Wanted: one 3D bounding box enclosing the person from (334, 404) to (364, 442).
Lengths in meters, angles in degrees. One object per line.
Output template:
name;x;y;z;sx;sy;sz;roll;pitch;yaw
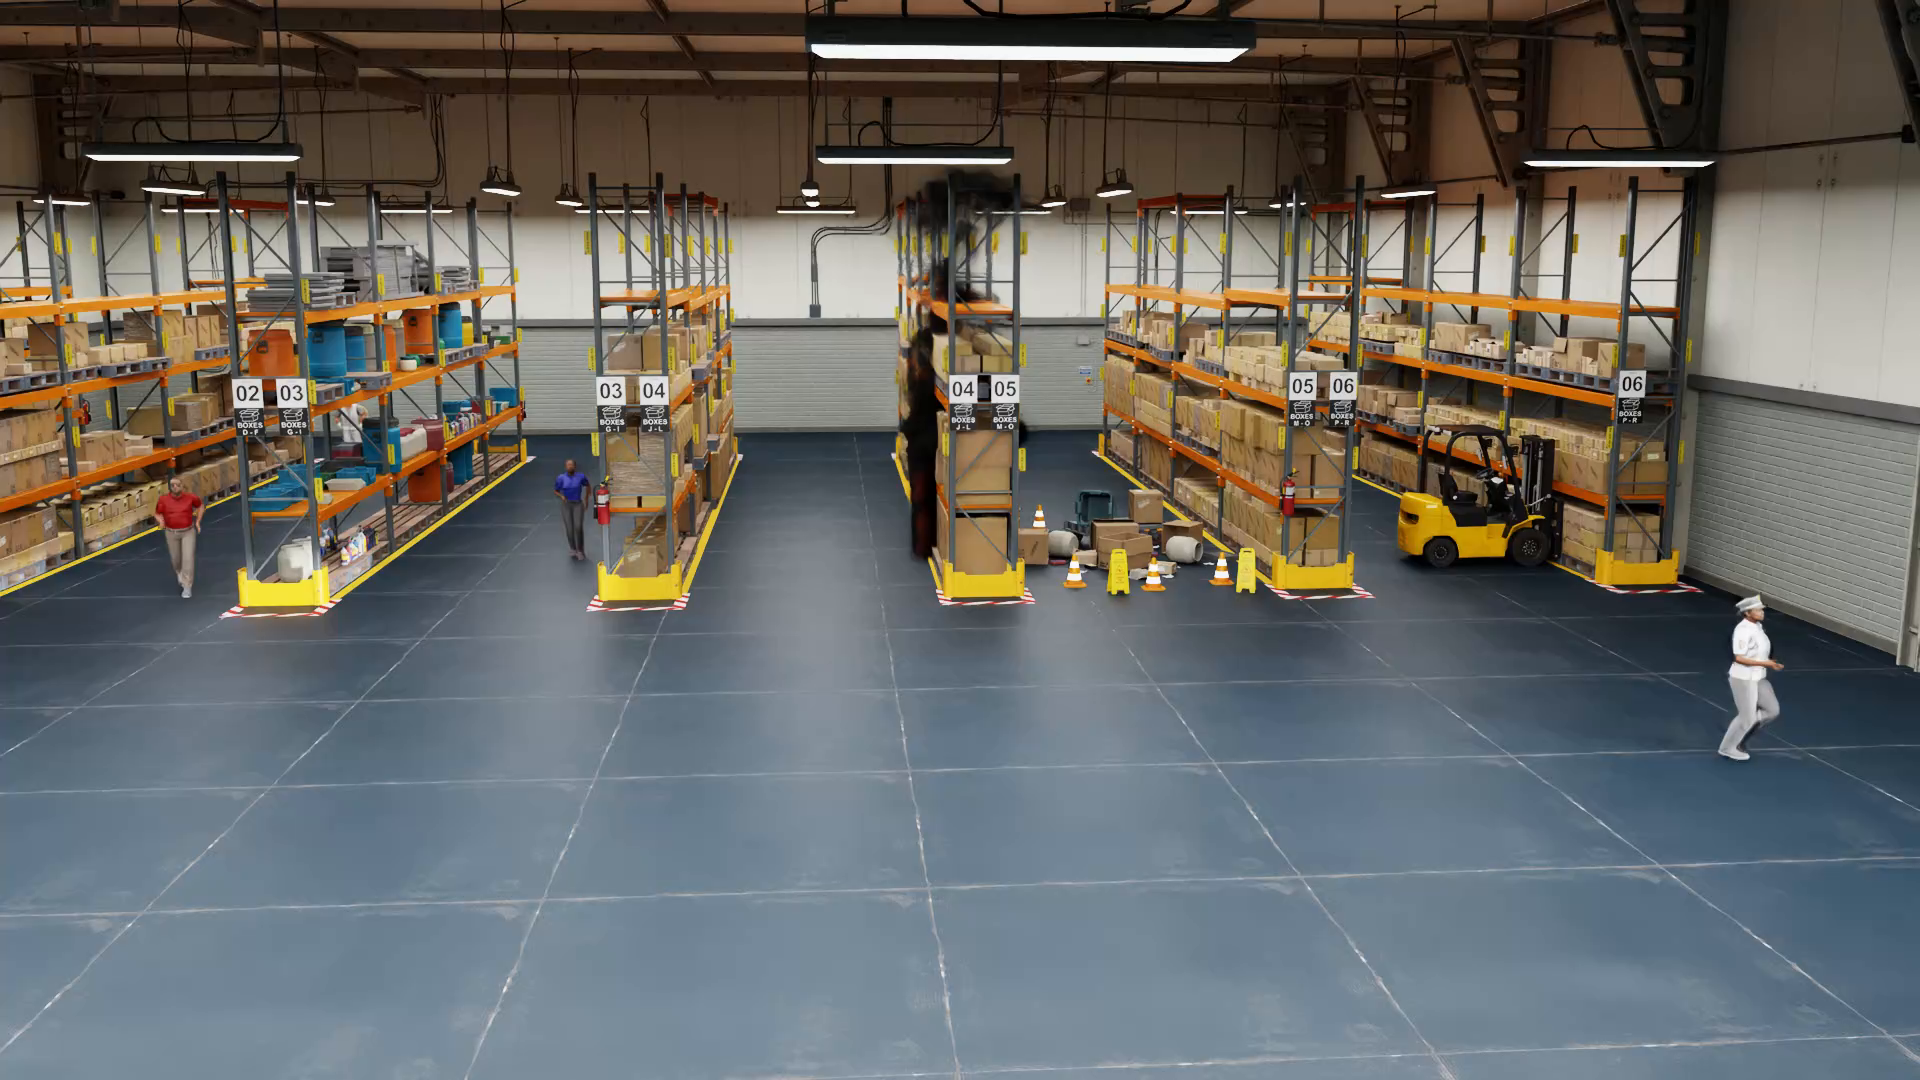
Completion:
person;-13.857;-2.348;37.799;0.630;1.458;0.590;-3;10;-15

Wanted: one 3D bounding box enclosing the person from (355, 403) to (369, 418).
person;-13.964;-2.545;38.546;0.596;1.639;0.537;-6;12;-32

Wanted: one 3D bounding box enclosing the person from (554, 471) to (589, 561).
person;-6.256;-0.372;26.849;0.532;1.445;0.613;-2;10;-9

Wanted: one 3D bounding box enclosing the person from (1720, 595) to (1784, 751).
person;7.771;1.314;16.217;0.563;1.591;0.563;-9;14;-43
